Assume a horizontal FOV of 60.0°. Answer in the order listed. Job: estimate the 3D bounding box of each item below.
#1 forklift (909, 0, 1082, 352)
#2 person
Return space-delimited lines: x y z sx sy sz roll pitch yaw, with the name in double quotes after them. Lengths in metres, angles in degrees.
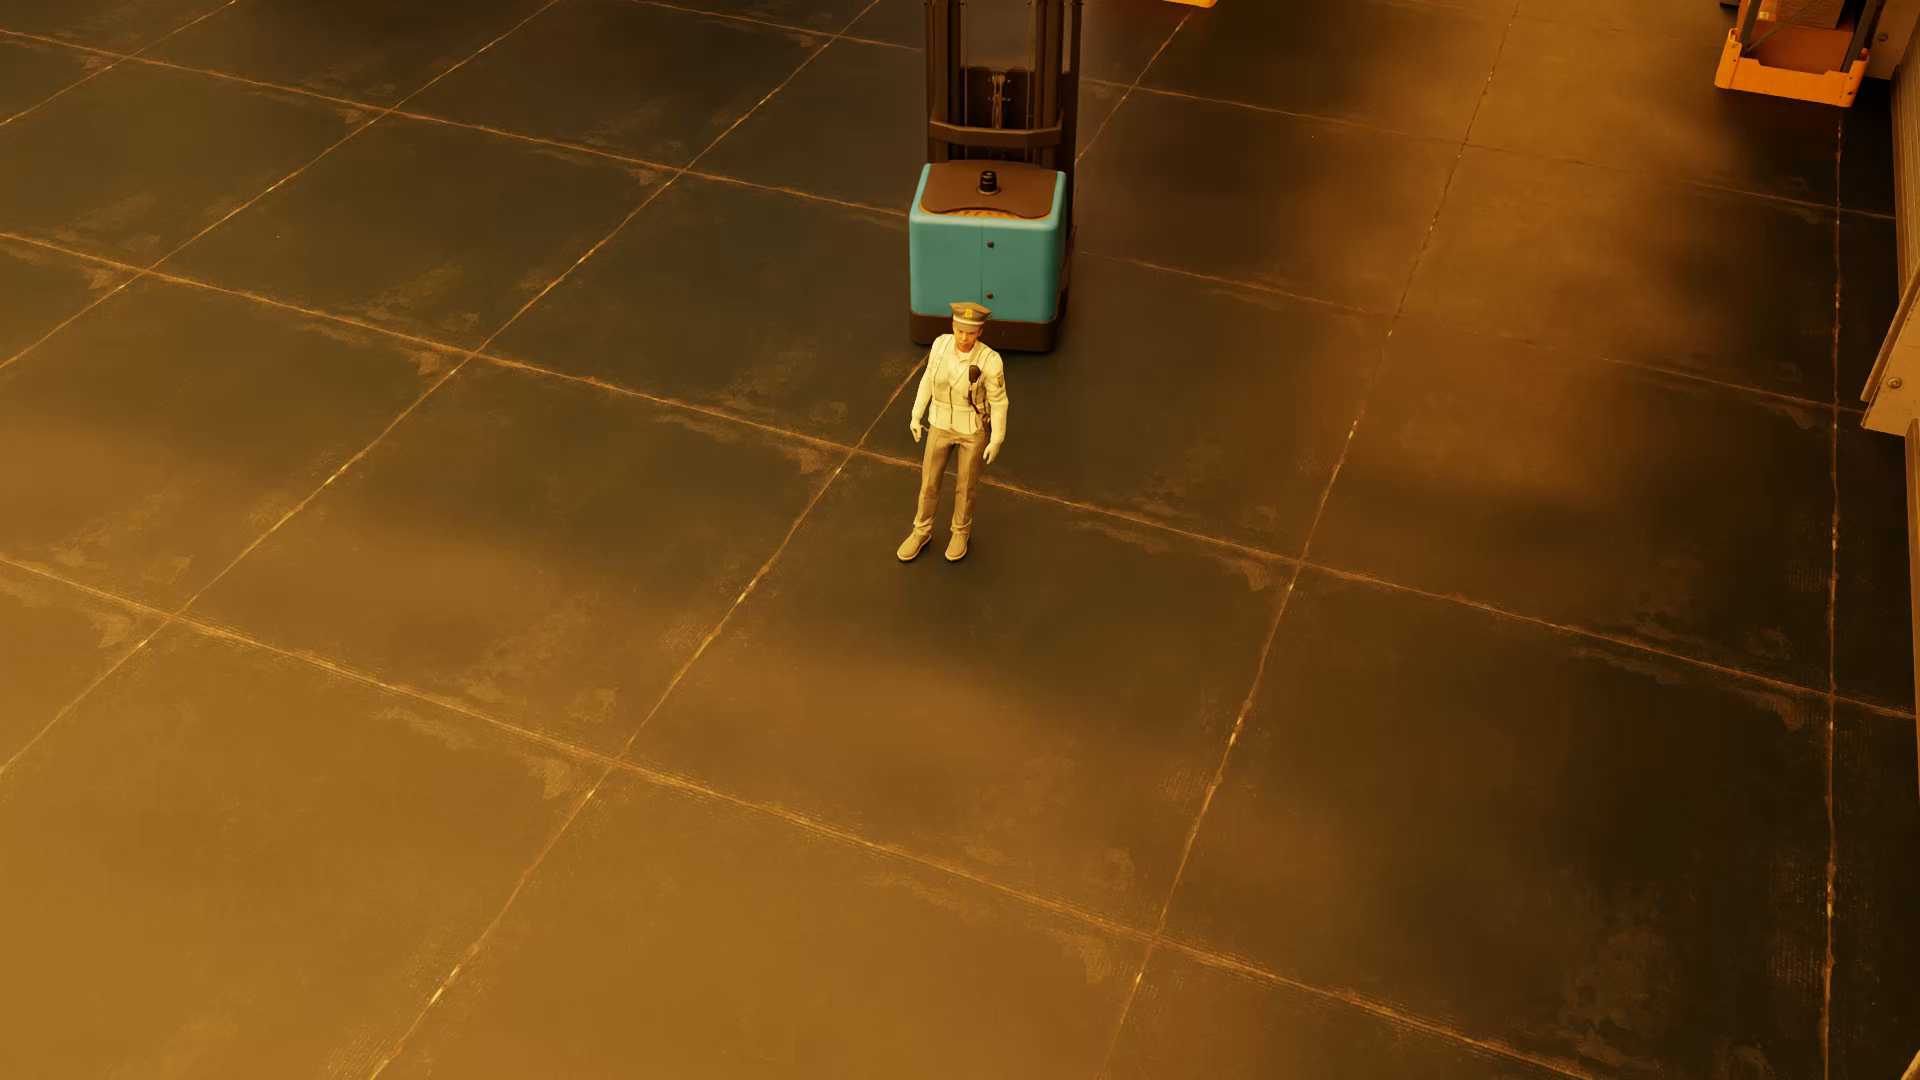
0.332 -3.398 12.066 1.130 2.935 3.031 5 40 5 "forklift"
-0.032 -0.616 9.695 0.588 1.695 0.531 15 42 17 "person"
